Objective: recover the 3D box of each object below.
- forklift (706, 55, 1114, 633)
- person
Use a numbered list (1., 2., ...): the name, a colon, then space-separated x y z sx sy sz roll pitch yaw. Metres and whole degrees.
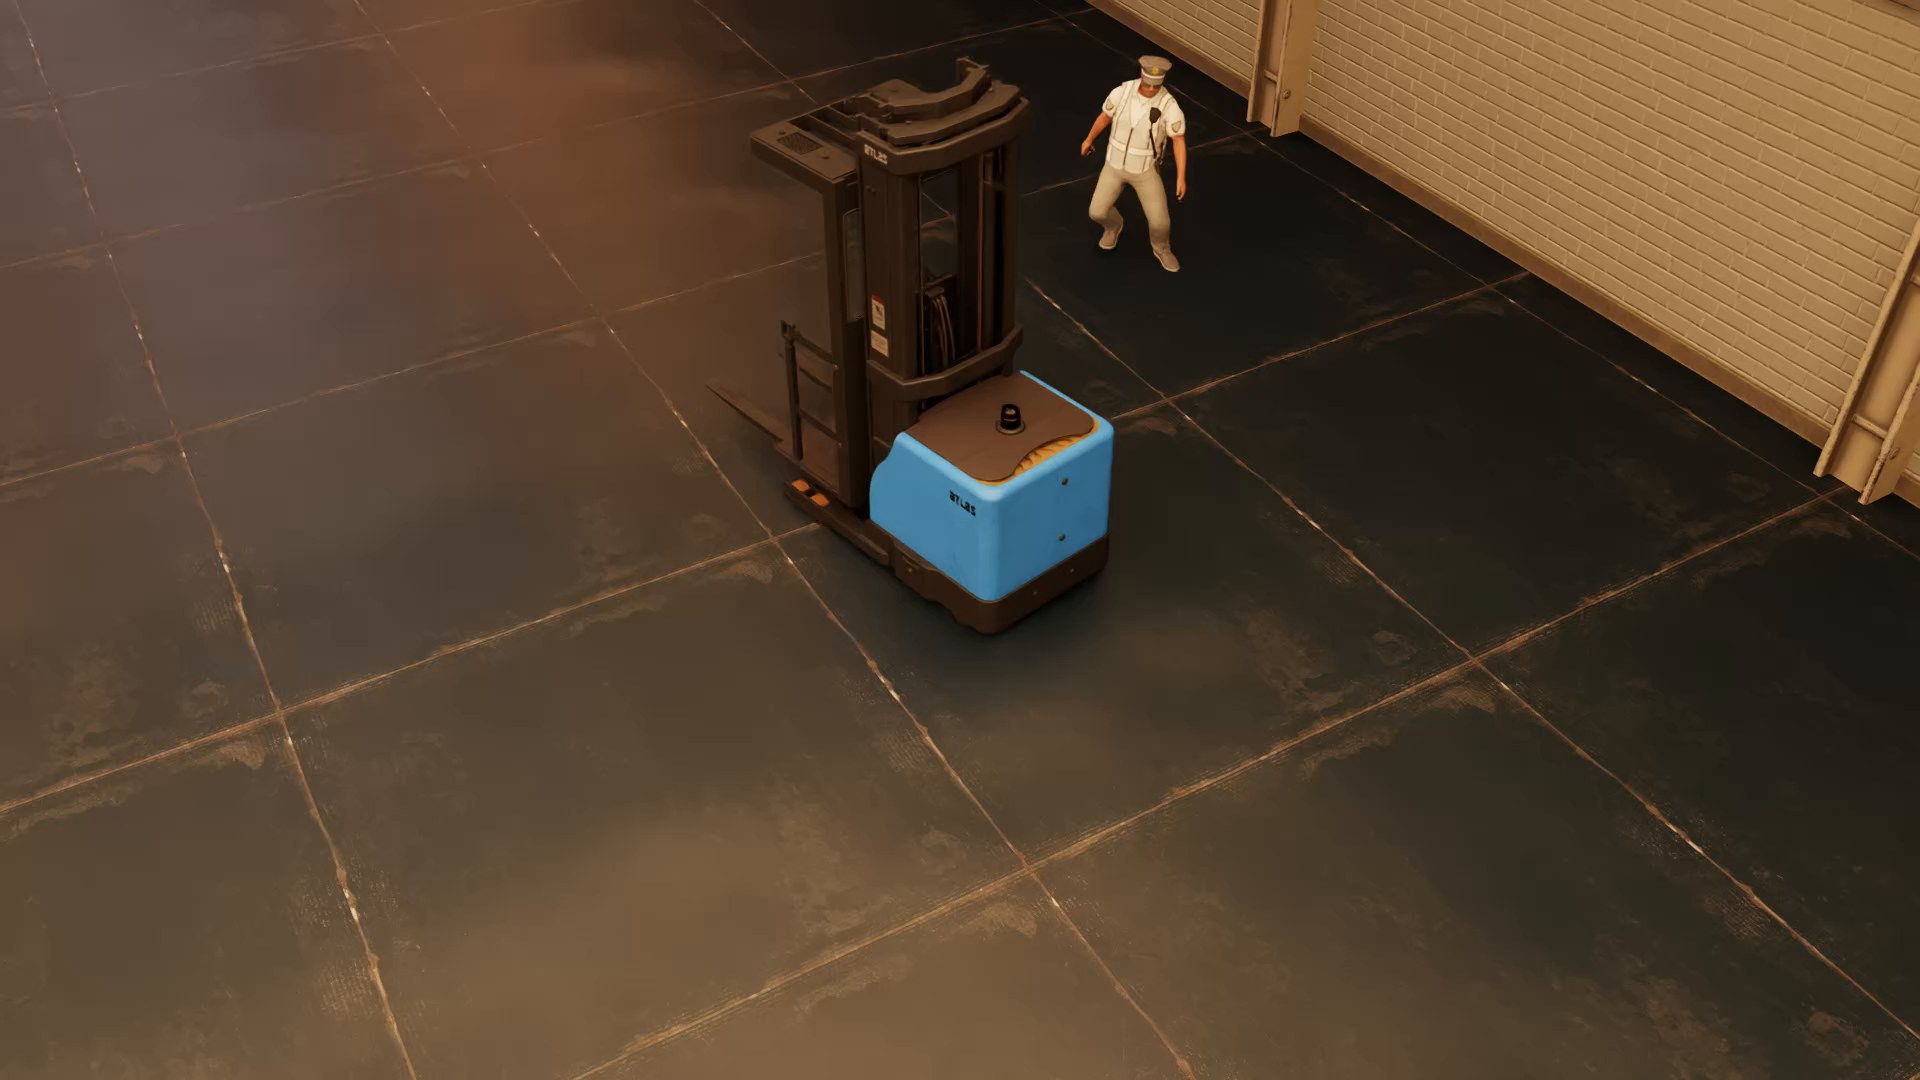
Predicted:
1. forklift: -0.464 -1.448 9.782 1.130 2.935 3.031 -30 48 -31
2. person: 1.305 -2.858 12.482 0.902 1.669 0.507 19 43 21
